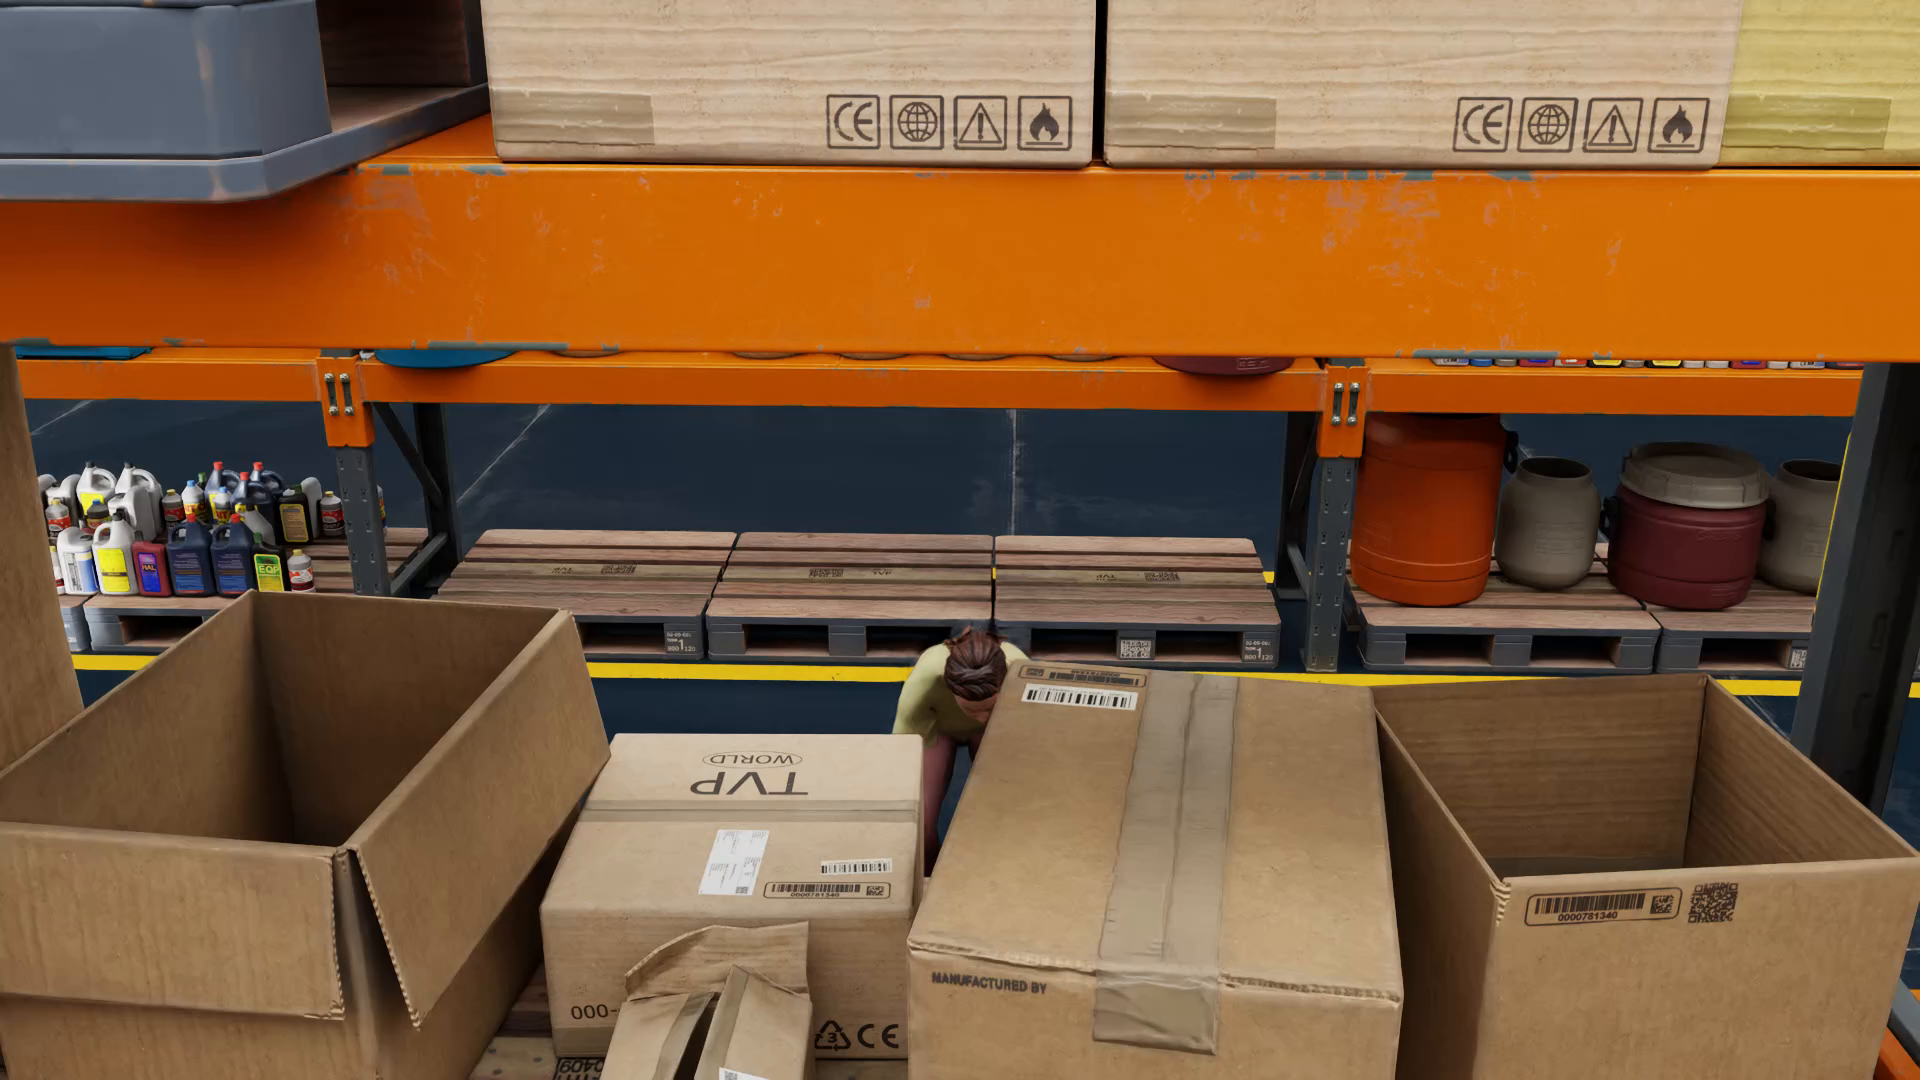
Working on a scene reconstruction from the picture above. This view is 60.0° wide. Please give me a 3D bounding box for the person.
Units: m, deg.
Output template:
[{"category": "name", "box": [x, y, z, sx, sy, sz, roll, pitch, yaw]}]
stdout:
[{"category": "person", "box": [0.041, 0.695, 5.067, 0.502, 1.103, 0.757, 1, 21, 2]}]
